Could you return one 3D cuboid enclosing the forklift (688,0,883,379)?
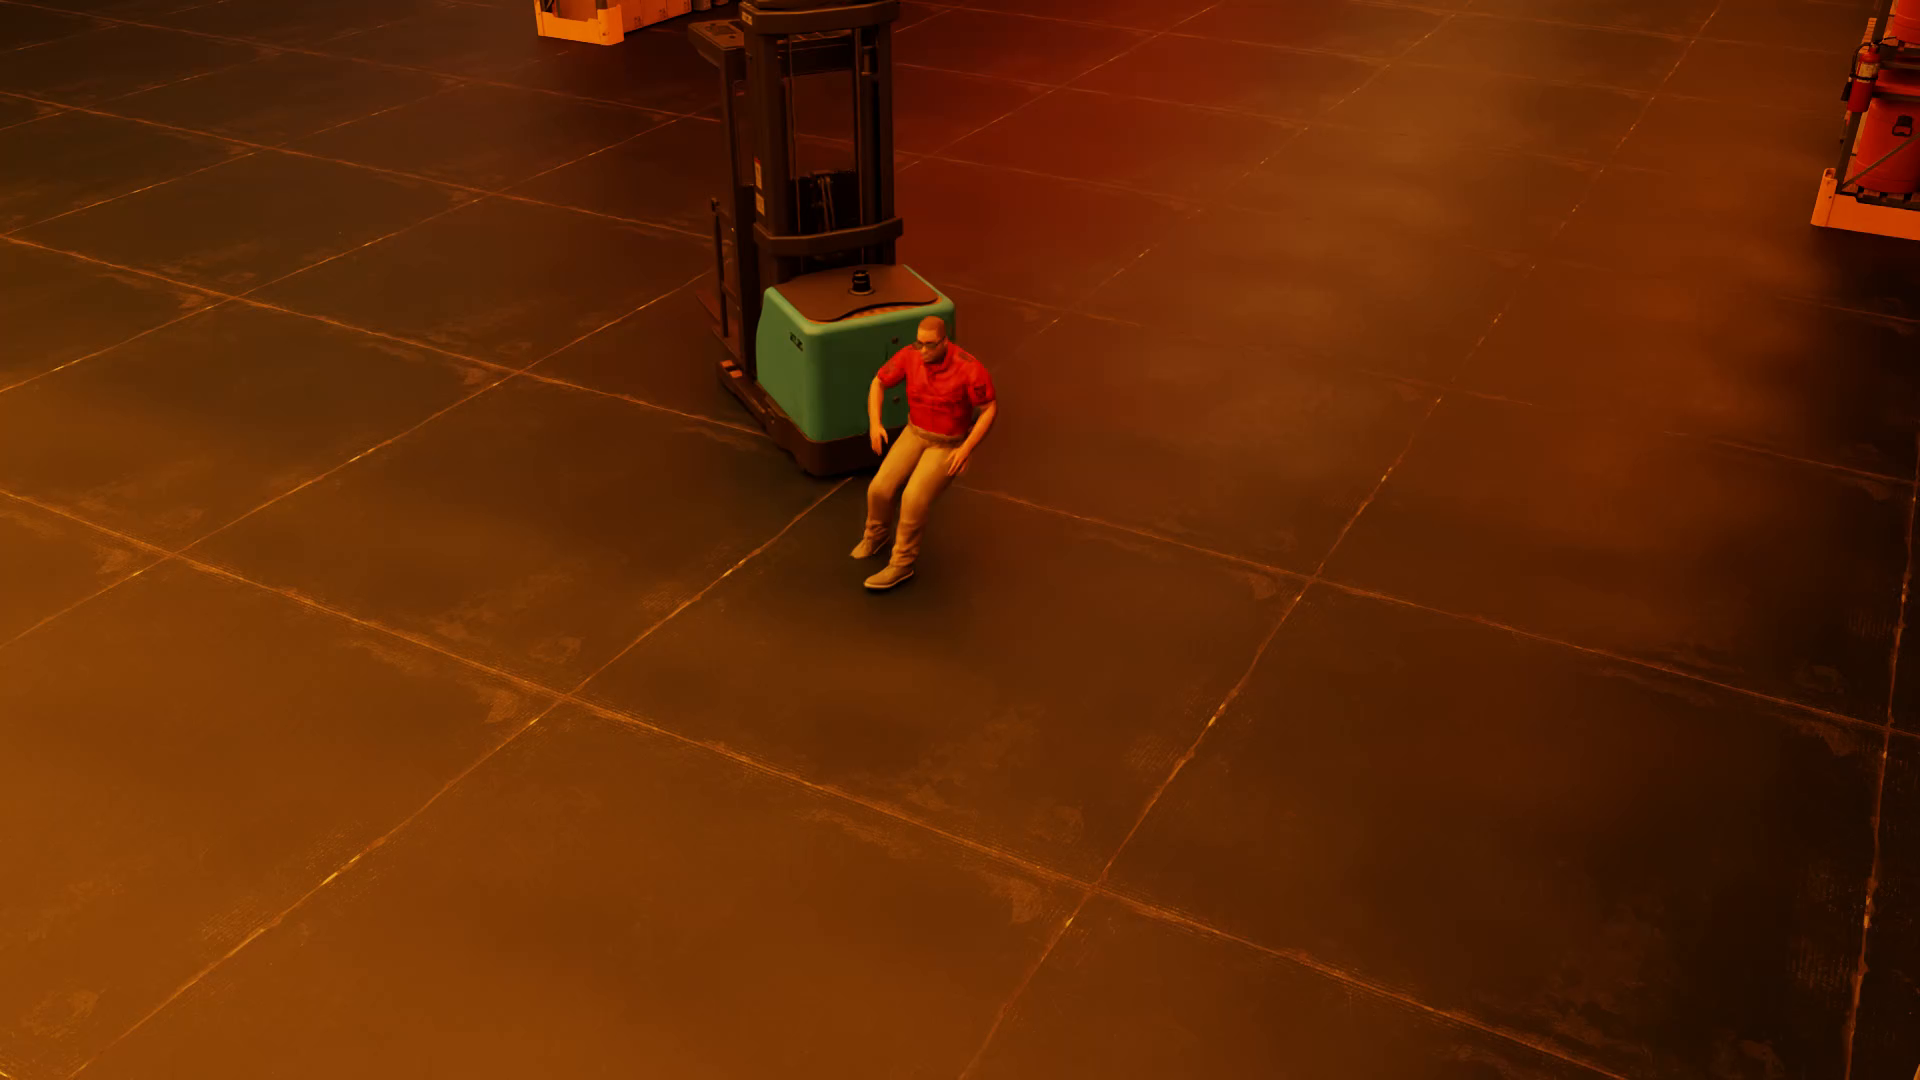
[{"bbox_3d":[-1.140,-2.395,11.284,1.101,2.867,2.884,-13,33,-22],"label":"forklift"}]
